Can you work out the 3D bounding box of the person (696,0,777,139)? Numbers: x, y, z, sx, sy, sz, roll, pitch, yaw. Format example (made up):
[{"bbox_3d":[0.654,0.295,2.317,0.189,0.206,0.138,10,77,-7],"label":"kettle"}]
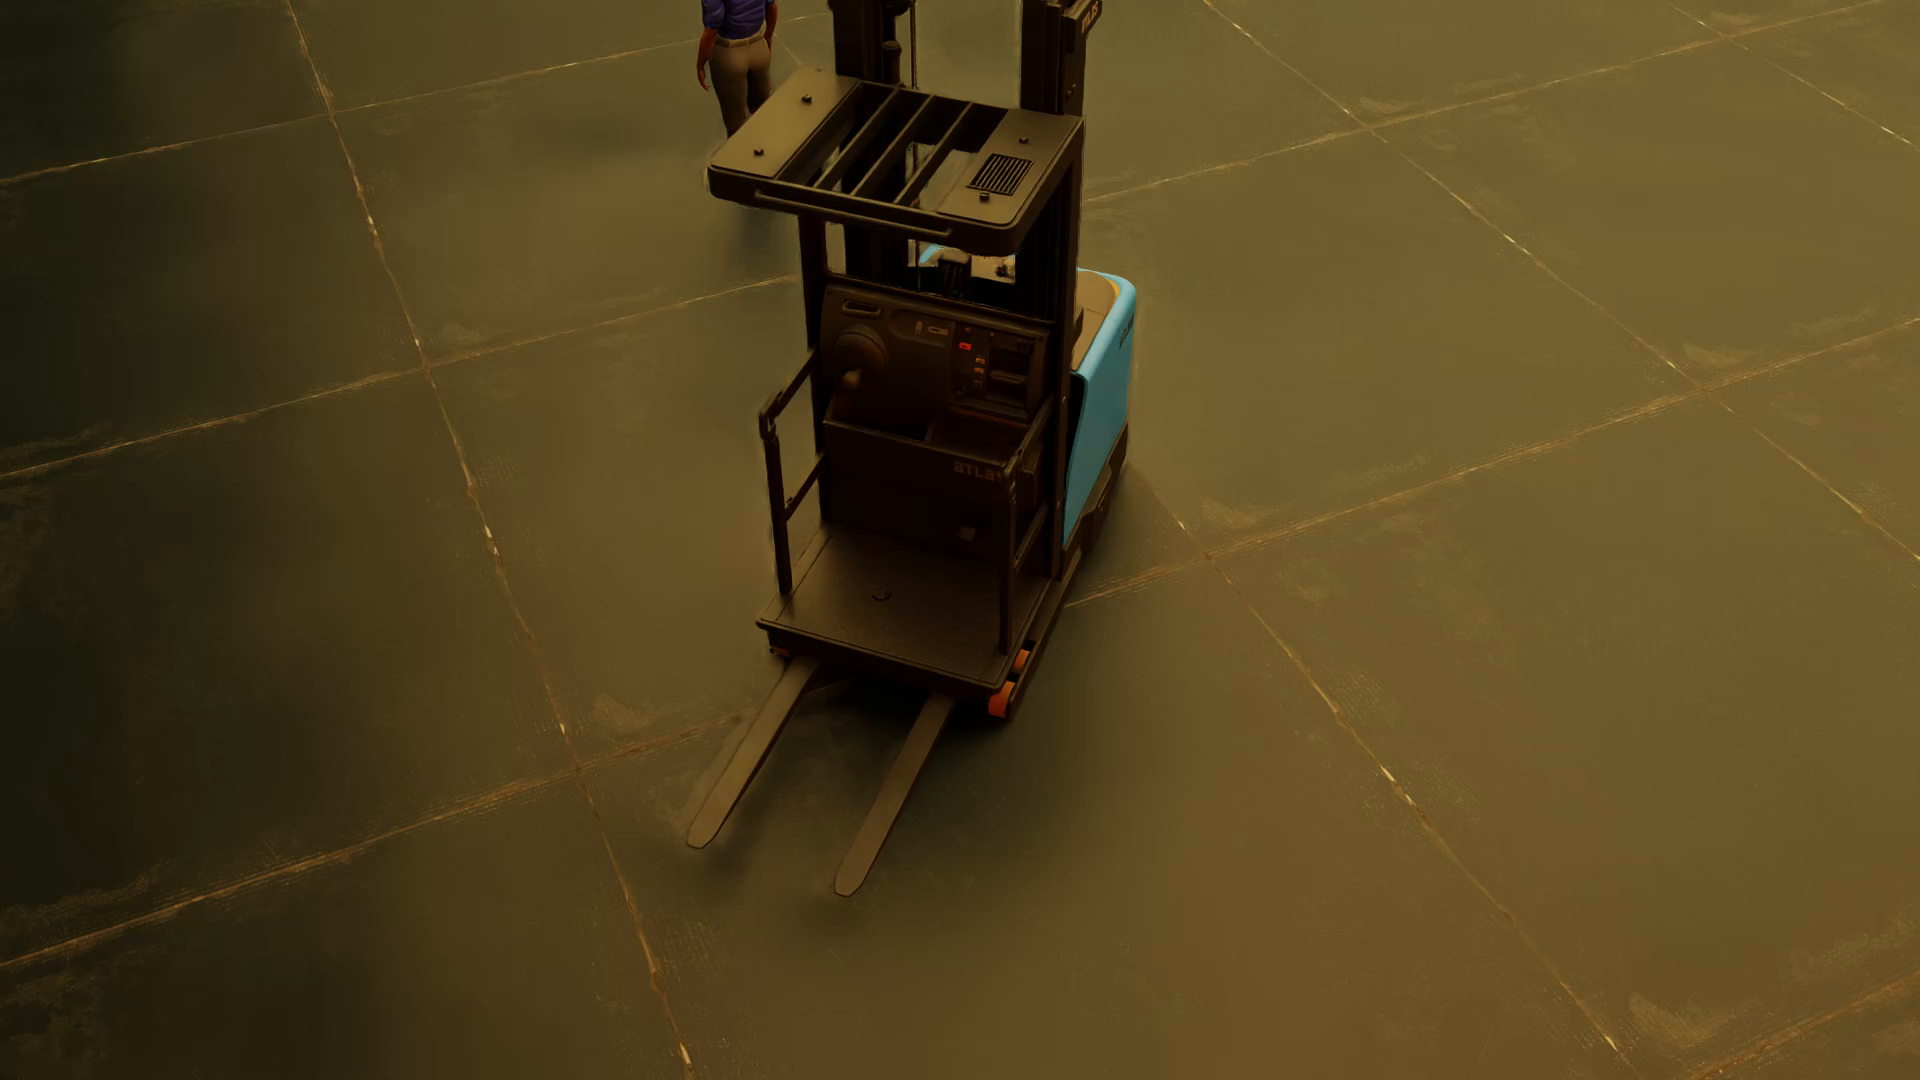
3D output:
[{"bbox_3d":[-1.315,-2.826,9.634,0.569,1.654,0.504,-31,51,-29],"label":"person"}]

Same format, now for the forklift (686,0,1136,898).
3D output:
[{"bbox_3d":[-0.185,-0.645,6.371,1.130,2.935,3.031,14,45,15],"label":"forklift"}]
